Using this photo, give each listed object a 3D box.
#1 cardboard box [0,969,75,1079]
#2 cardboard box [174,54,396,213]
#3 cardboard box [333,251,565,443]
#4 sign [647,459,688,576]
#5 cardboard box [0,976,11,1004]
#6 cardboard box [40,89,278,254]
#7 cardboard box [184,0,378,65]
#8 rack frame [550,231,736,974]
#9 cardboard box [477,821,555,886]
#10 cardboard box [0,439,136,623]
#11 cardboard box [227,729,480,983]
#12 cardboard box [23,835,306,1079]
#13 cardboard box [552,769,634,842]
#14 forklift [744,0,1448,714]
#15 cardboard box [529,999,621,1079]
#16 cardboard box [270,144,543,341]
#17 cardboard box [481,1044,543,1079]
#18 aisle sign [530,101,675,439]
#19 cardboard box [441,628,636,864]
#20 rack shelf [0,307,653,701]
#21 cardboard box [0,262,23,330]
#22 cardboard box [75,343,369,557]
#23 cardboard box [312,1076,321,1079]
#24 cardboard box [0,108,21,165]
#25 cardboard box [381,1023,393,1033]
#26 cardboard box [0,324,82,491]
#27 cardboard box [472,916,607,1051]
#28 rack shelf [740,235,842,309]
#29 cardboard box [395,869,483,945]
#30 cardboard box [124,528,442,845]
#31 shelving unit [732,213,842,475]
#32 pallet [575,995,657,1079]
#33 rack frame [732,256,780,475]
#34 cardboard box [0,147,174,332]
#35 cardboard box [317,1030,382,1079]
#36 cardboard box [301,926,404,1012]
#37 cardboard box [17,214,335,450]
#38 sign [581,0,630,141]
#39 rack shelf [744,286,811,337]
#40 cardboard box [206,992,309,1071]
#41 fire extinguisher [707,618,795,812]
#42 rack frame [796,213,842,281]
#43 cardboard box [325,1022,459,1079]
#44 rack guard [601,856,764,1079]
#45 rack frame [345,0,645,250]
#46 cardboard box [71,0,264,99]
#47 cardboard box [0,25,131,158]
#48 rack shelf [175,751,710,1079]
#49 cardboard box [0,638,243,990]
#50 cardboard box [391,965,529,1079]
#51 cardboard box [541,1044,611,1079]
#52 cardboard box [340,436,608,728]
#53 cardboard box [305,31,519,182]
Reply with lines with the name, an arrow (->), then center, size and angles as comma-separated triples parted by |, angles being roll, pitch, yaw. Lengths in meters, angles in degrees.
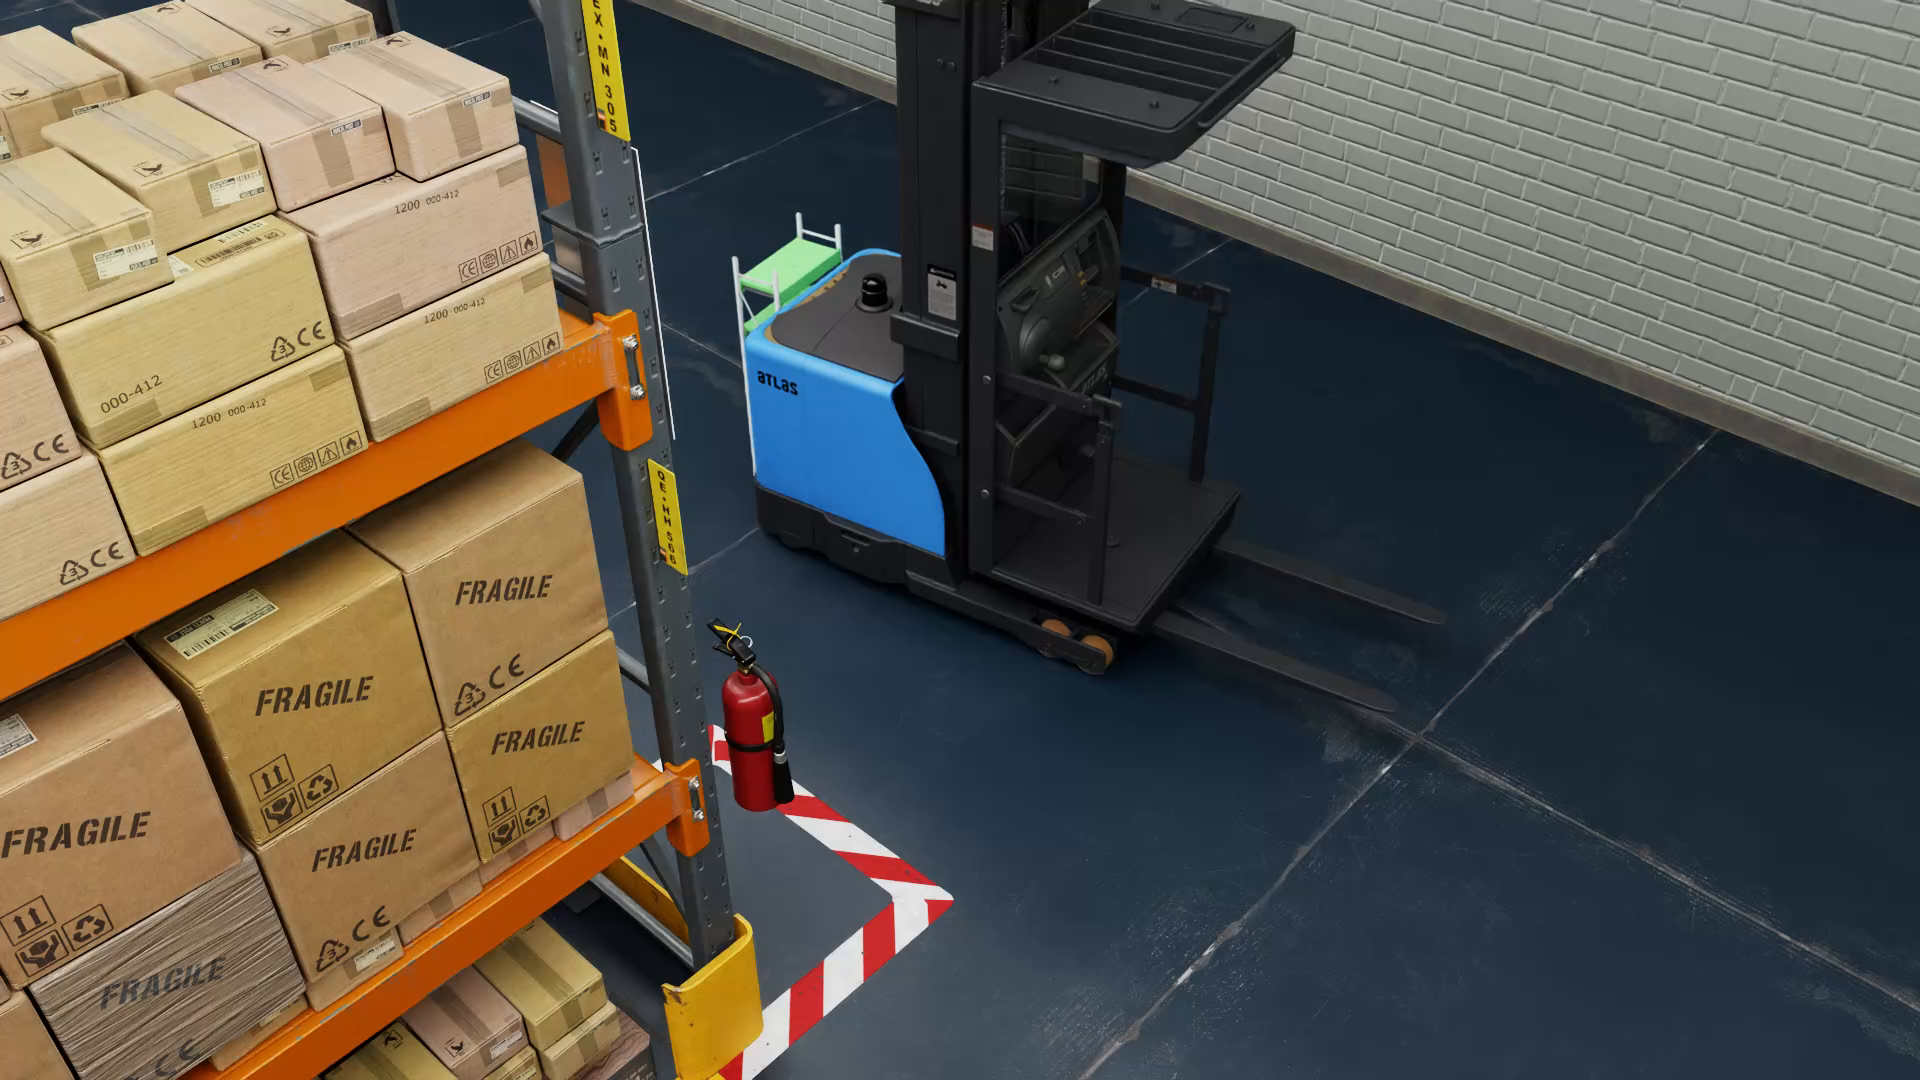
cardboard box -> -2.281, 1.135, 3.593 | 0.500, 0.500, 0.500 | -32, 48, -33
cardboard box -> -1.368, -0.830, 3.372 | 0.380, 0.149, 0.250 | 30, 48, 32
cardboard box -> -1.249, -0.515, 3.699 | 0.500, 0.250, 0.500 | 29, 47, 31
sign -> -0.742, -0.055, 4.225 | 0.100, 0.325, 0.005 | 30, 47, 32
cardboard box -> -2.303, 0.767, 3.252 | 0.500, 0.500, 0.500 | 28, 46, 31
cardboard box -> -1.556, -0.721, 3.235 | 0.380, 0.149, 0.250 | 28, 46, 31
cardboard box -> -1.525, -1.134, 3.754 | 0.380, 0.149, 0.250 | 29, 47, 32
rack frame -> -1.138, 0.280, 4.988 | 1.000, 3.000, 0.127 | 30, 47, 32
cardboard box -> -1.345, 0.745, 4.605 | 0.380, 0.149, 0.250 | 30, 47, 32
cardboard box -> -1.933, -0.056, 3.120 | 0.500, 0.250, 0.500 | 32, 48, 34
cardboard box -> -1.602, 0.673, 4.174 | 0.500, 0.500, 0.500 | 29, 47, 31
cardboard box -> -1.937, 0.910, 3.876 | 0.500, 0.500, 0.500 | 30, 47, 32
cardboard box -> -1.149, 0.647, 4.729 | 0.380, 0.149, 0.250 | 30, 47, 32
forklift -> 0.582, -0.959, 6.600 | 3.031, 2.935, 1.130 | 21, 43, 24
cardboard box -> -1.283, 1.477, 5.196 | 0.380, 0.149, 0.250 | 28, 46, 31
cardboard box -> -1.261, -0.713, 3.545 | 0.500, 0.250, 0.500 | 28, 46, 31
cardboard box -> -1.499, 1.575, 5.074 | 0.380, 0.149, 0.250 | 28, 47, 31
aisle sign -> -0.867, -0.645, 4.063 | 0.394, 0.787, 0.004 | 30, 47, 32
cardboard box -> -1.251, 0.439, 4.469 | 0.500, 0.500, 0.500 | 31, 48, 33
rack shelf -> -2.487, 0.306, 3.123 | 1.077, 0.370, 4.000 | 30, 47, 32
cardboard box -> -1.870, -0.463, 2.910 | 0.380, 0.149, 0.250 | 29, 47, 31
cardboard box -> -1.588, -0.278, 3.400 | 0.500, 0.250, 0.500 | 30, 47, 32
cardboard box -> -1.822, 1.704, 4.672 | 0.380, 0.149, 0.250 | 28, 46, 30
cardboard box -> -2.111, -0.819, 3.358 | 0.380, 0.149, 0.250 | 30, 48, 32
cardboard box -> -1.844, 1.492, 5.416 | 0.380, 0.149, 0.250 | 29, 47, 32
cardboard box -> -1.952, -0.243, 2.954 | 0.500, 0.250, 0.500 | 30, 48, 32
cardboard box -> -1.308, 1.348, 5.120 | 0.380, 0.149, 0.250 | 30, 47, 32
rack shelf -> -0.781, -1.208, 7.636 | 0.258, 0.148, 0.480 | 20, 43, 24
cardboard box -> -1.503, 0.867, 4.452 | 0.380, 0.149, 0.250 | 29, 47, 31
cardboard box -> -1.605, 0.280, 3.865 | 0.500, 0.500, 0.500 | 28, 46, 31
shelving unit -> -0.780, -0.882, 7.894 | 0.258, 1.200, 0.503 | 20, 43, 24
pallet -> -1.763, 1.765, 5.361 | 1.003, 0.211, 1.213 | 30, 47, 32
rack frame -> -0.906, -0.752, 7.730 | 0.240, 1.200, 0.015 | 20, 43, 24
cardboard box -> -1.655, -0.554, 3.025 | 0.380, 0.149, 0.250 | 30, 48, 32
cardboard box -> -2.007, 1.500, 5.168 | 0.380, 0.149, 0.250 | 30, 47, 32
cardboard box -> -1.658, 0.994, 4.292 | 0.380, 0.149, 0.250 | 31, 48, 33
cardboard box -> -1.605, -0.477, 3.249 | 0.500, 0.250, 0.500 | 28, 46, 31
sign -> -0.742, -0.998, 3.474 | 0.100, 0.325, 0.005 | 30, 47, 32
rack shelf -> -0.780, -1.020, 7.784 | 0.258, 0.148, 0.480 | 20, 43, 24
cardboard box -> -1.857, 1.102, 4.155 | 0.380, 0.149, 0.250 | 27, 46, 30
fire extinguisher -> -0.627, 0.534, 5.030 | 0.296, 0.674, 0.183 | 30, 47, 32
rack frame -> -0.653, -1.012, 8.057 | 0.240, 1.200, 0.015 | 20, 43, 24
cardboard box -> -1.601, 1.612, 4.788 | 0.380, 0.149, 0.250 | 29, 47, 31
rack guard -> -1.189, 1.293, 5.722 | 1.175, 0.500, 0.348 | 30, 47, 32
rack frame -> -1.138, -2.068, 3.121 | 1.000, 3.000, 0.127 | 30, 47, 32
cardboard box -> -1.710, -1.024, 3.617 | 0.380, 0.149, 0.250 | 32, 48, 33
cardboard box -> -1.947, -0.930, 3.498 | 0.380, 0.149, 0.250 | 30, 47, 32
rack shelf -> -2.487, 1.480, 4.056 | 1.077, 0.370, 4.000 | 30, 47, 32
cardboard box -> -1.949, 0.523, 3.559 | 0.500, 0.500, 0.500 | -32, 48, -33
cardboard box -> -1.520, 1.439, 5.005 | 0.380, 0.149, 0.250 | 31, 48, 33
cardboard box -> -1.339, 1.561, 5.330 | 0.380, 0.149, 0.250 | 30, 48, 33
cardboard box -> -1.263, 0.048, 4.157 | 0.500, 0.500, 0.500 | 29, 47, 31
cardboard box -> -1.145, -0.911, 3.474 | 0.380, 0.149, 0.250 | 29, 47, 32
